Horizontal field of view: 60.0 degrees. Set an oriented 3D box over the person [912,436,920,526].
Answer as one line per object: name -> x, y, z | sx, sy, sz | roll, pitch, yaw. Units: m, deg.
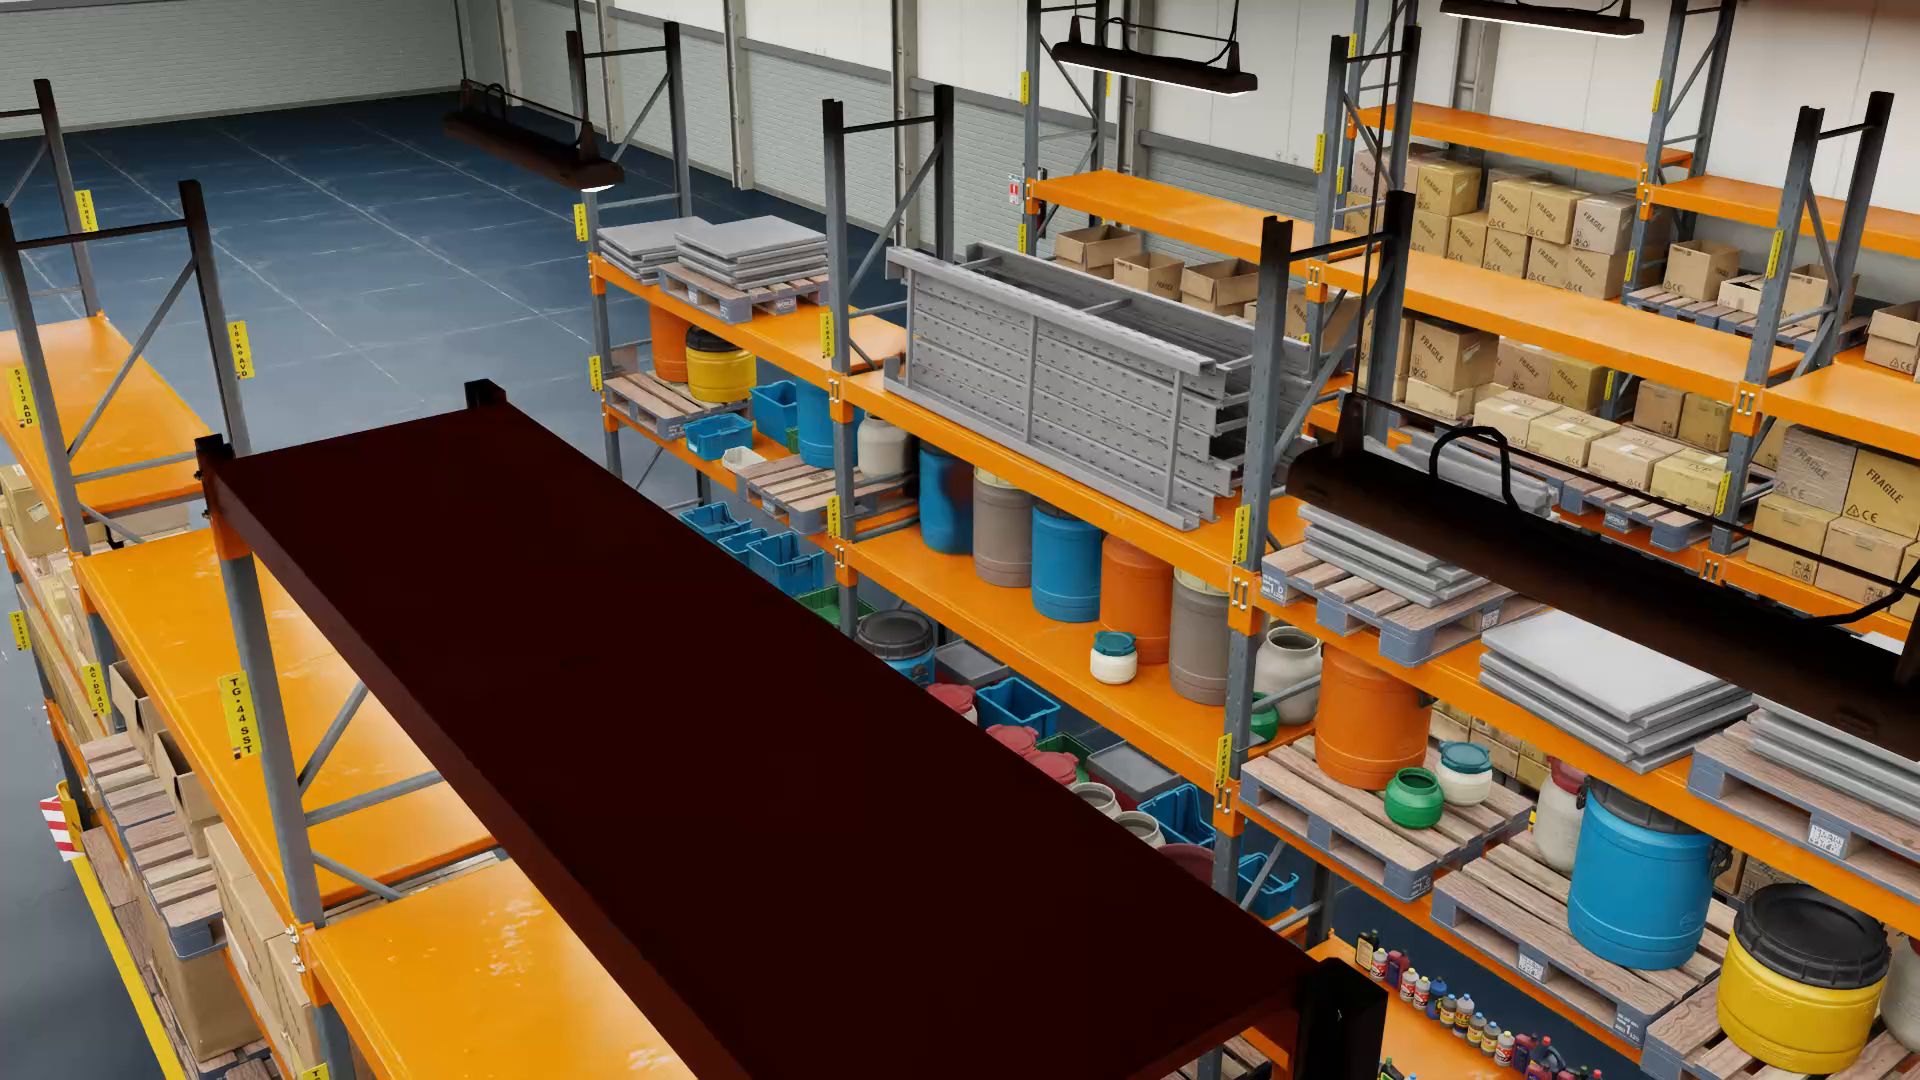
person -> -0.260, -1.075, 19.211 | 1.039, 1.709, 0.505 | -19, 31, -35
